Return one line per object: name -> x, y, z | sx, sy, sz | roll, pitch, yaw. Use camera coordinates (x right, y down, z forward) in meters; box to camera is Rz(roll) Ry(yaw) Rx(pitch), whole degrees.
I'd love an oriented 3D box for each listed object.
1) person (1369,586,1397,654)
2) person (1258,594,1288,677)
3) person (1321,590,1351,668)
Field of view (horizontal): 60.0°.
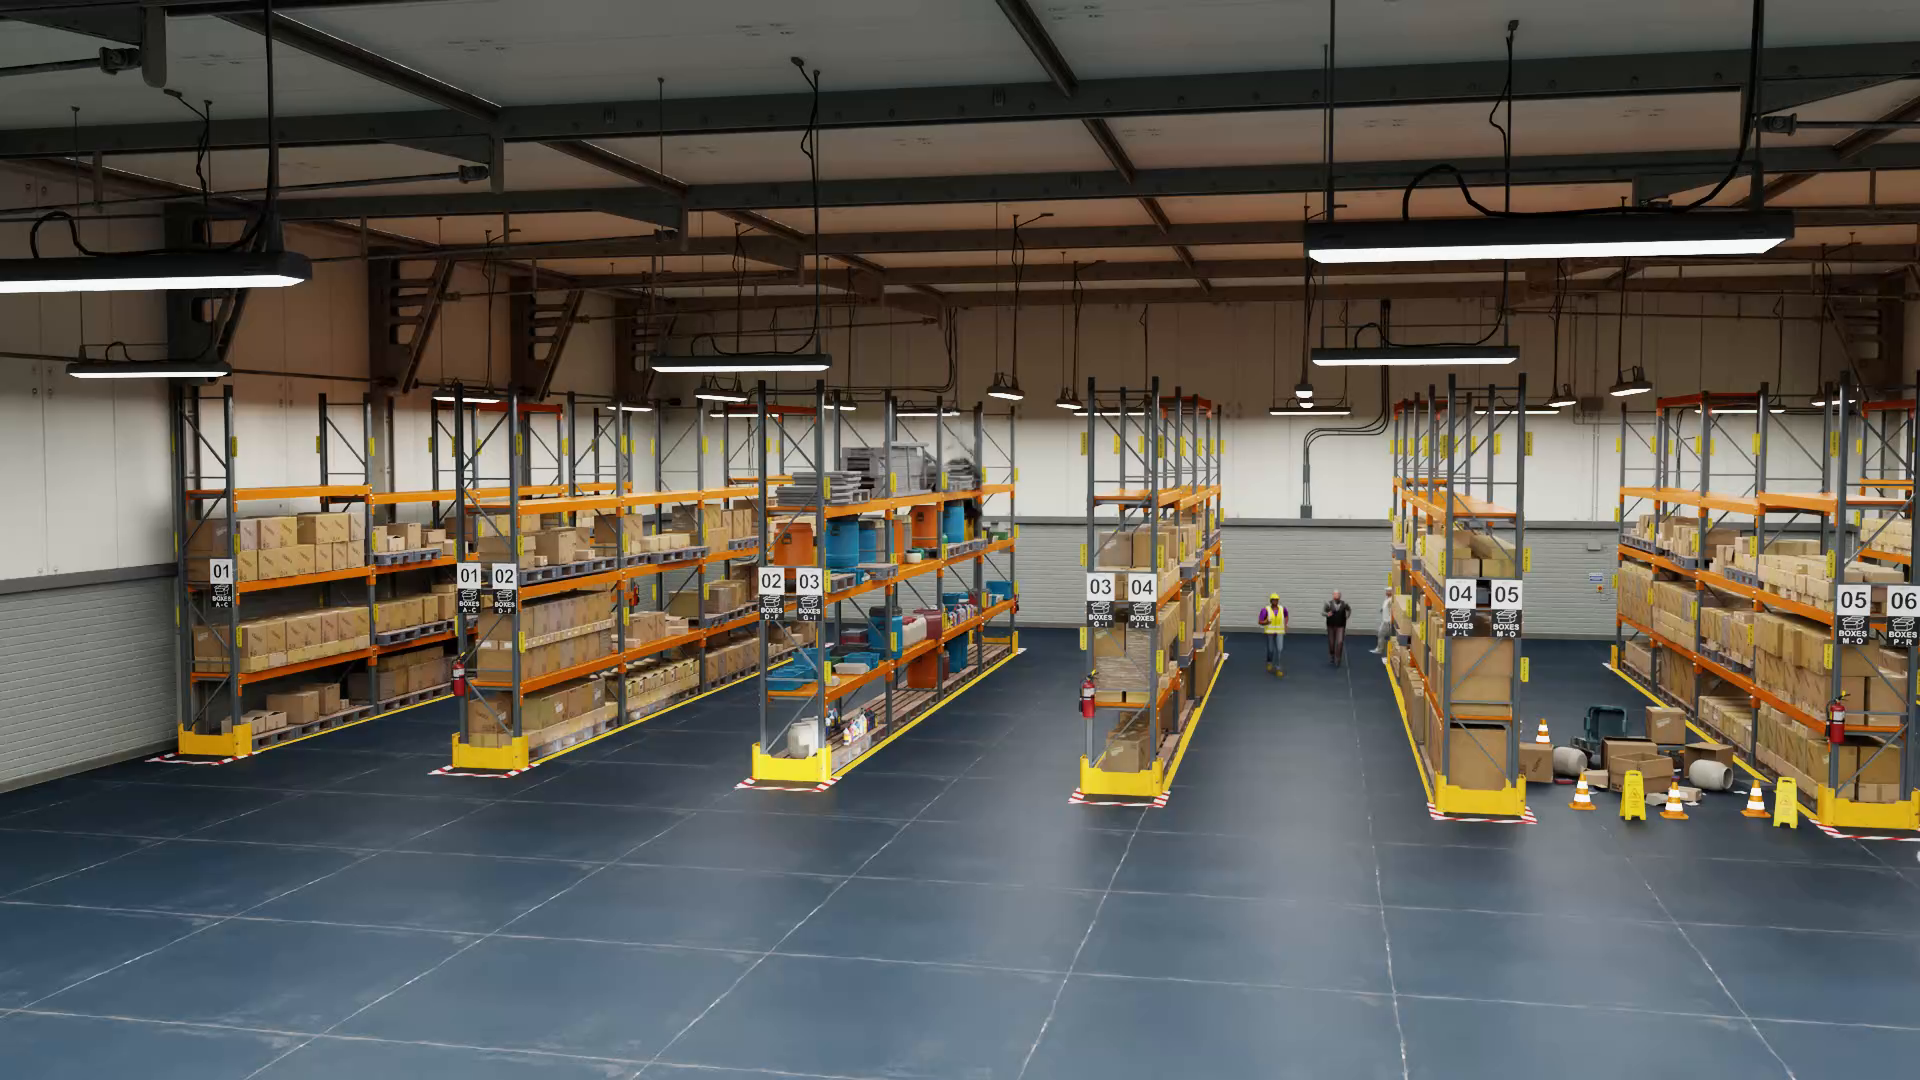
person -> 10.267, 1.909, 39.796 | 0.883, 1.706, 0.823 | 1, 3, 12
person -> 6.872, 2.057, 36.375 | 0.695, 1.771, 0.962 | 0, 3, 2
person -> 8.529, 1.992, 37.740 | 0.661, 1.721, 0.971 | 1, 3, 16
